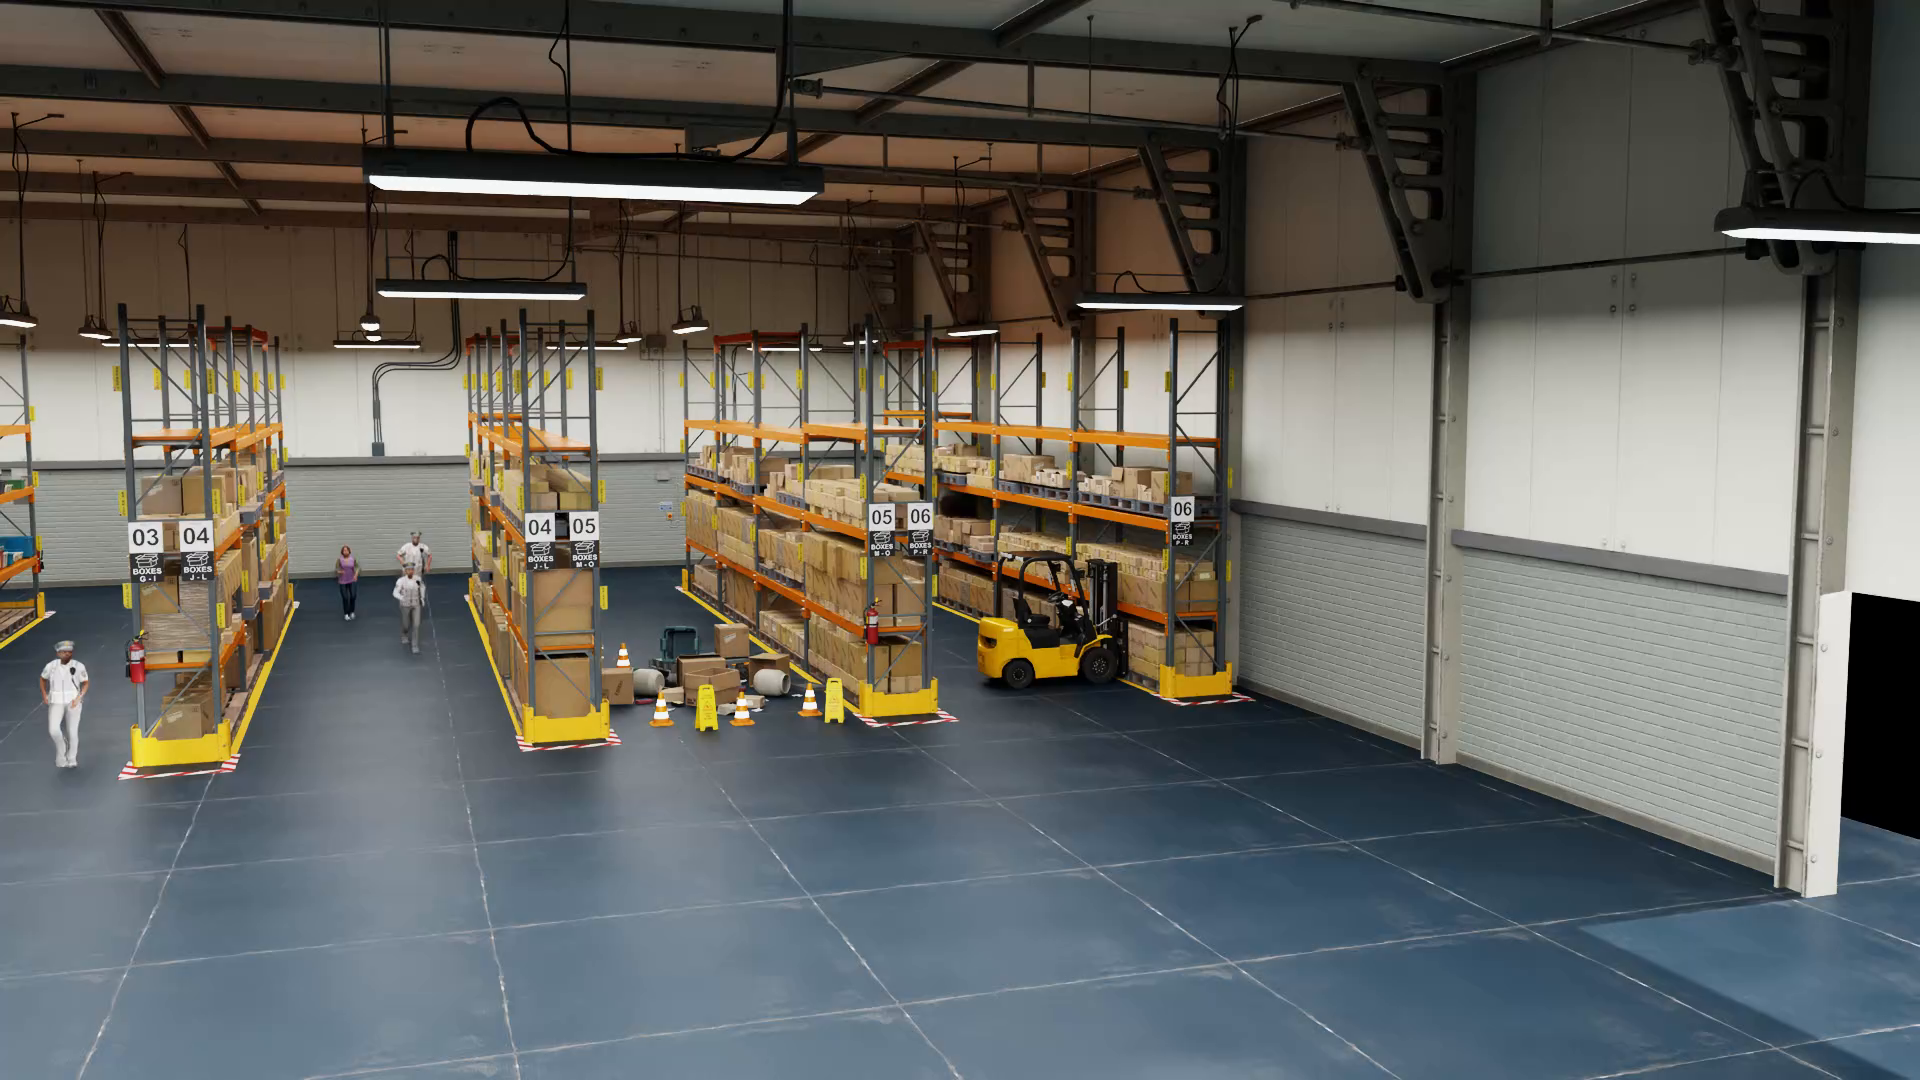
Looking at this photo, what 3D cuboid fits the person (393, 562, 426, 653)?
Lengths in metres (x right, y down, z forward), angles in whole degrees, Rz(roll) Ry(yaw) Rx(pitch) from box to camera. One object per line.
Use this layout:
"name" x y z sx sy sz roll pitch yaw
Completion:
"person" -10.244 1.229 30.985 0.602 1.680 0.899 -3 6 -27

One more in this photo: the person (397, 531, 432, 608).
"person" -11.929 0.686 36.275 0.744 1.771 0.956 -1 6 -12

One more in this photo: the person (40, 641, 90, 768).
"person" -11.618 2.130 21.573 0.595 1.655 0.590 -2 6 -21

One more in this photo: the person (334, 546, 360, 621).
"person" -12.797 0.915 34.769 0.516 1.592 0.614 -2 6 -23
